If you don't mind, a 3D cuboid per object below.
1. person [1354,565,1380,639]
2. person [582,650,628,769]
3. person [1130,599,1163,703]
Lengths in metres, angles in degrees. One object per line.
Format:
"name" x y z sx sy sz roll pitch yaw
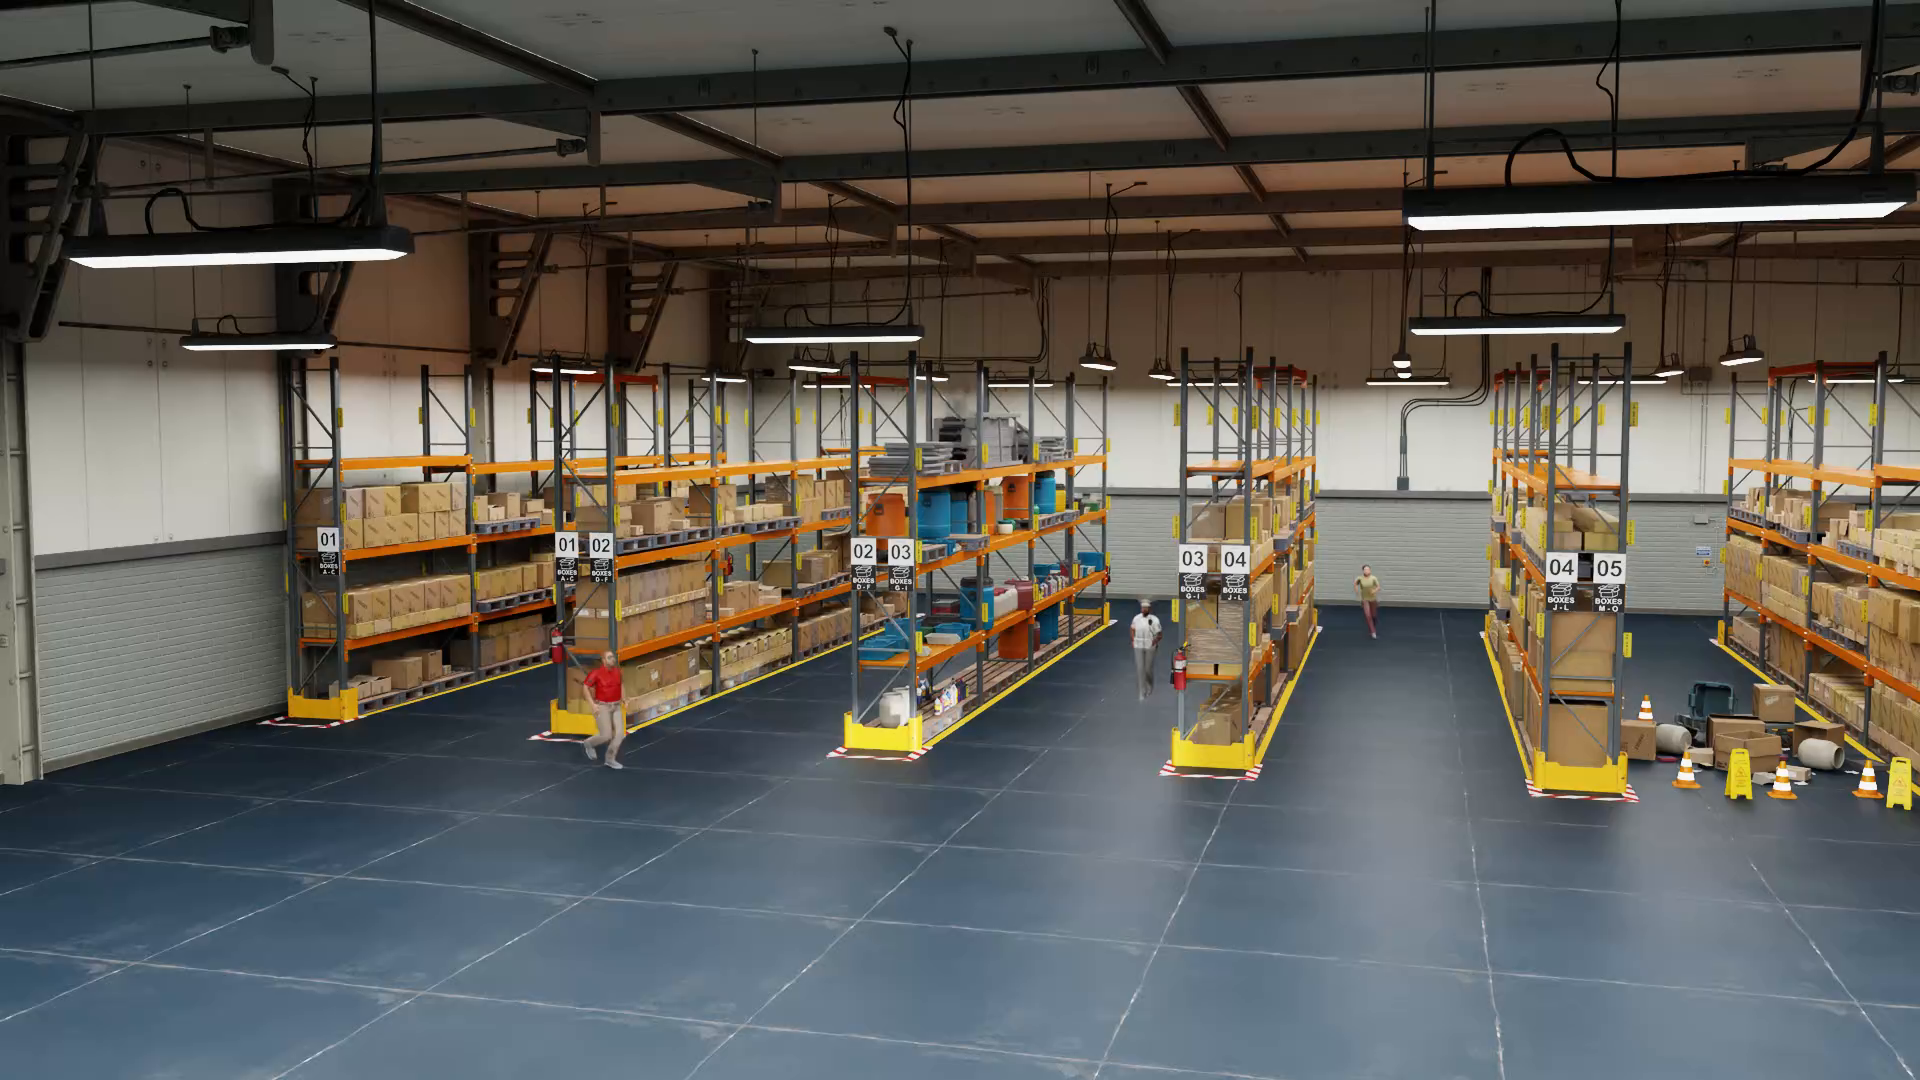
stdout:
"person" 9.283 1.379 37.898 0.568 1.637 0.969 1 4 8
"person" -5.106 2.420 23.858 0.625 1.696 0.692 4 5 40
"person" 3.110 1.836 27.941 0.578 1.708 0.732 1 4 16
